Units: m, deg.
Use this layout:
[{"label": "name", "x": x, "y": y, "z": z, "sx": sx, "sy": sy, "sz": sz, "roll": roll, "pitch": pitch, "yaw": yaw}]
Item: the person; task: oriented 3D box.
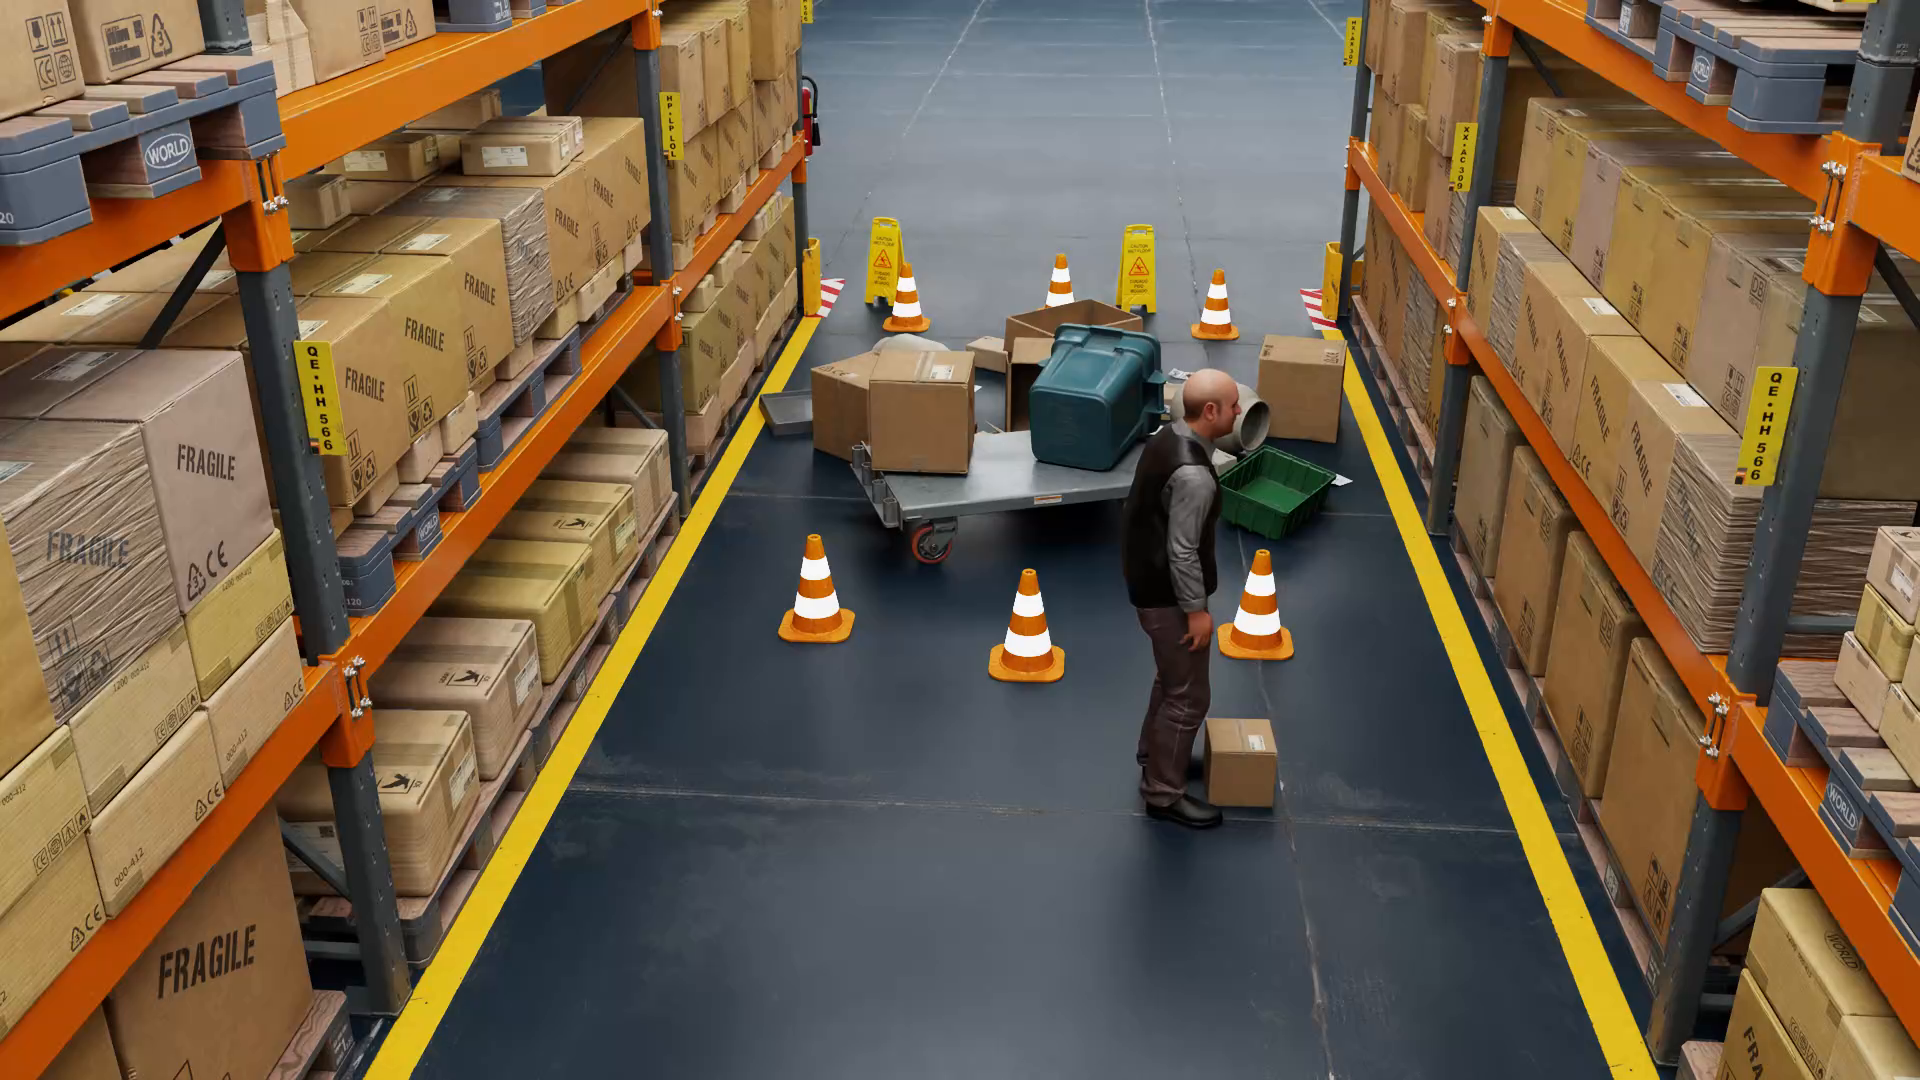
[{"label": "person", "x": 0.810, "y": 0.192, "z": 6.209, "sx": 0.427, "sy": 1.720, "sz": 0.590, "roll": 0, "pitch": 24, "yaw": 1}]
